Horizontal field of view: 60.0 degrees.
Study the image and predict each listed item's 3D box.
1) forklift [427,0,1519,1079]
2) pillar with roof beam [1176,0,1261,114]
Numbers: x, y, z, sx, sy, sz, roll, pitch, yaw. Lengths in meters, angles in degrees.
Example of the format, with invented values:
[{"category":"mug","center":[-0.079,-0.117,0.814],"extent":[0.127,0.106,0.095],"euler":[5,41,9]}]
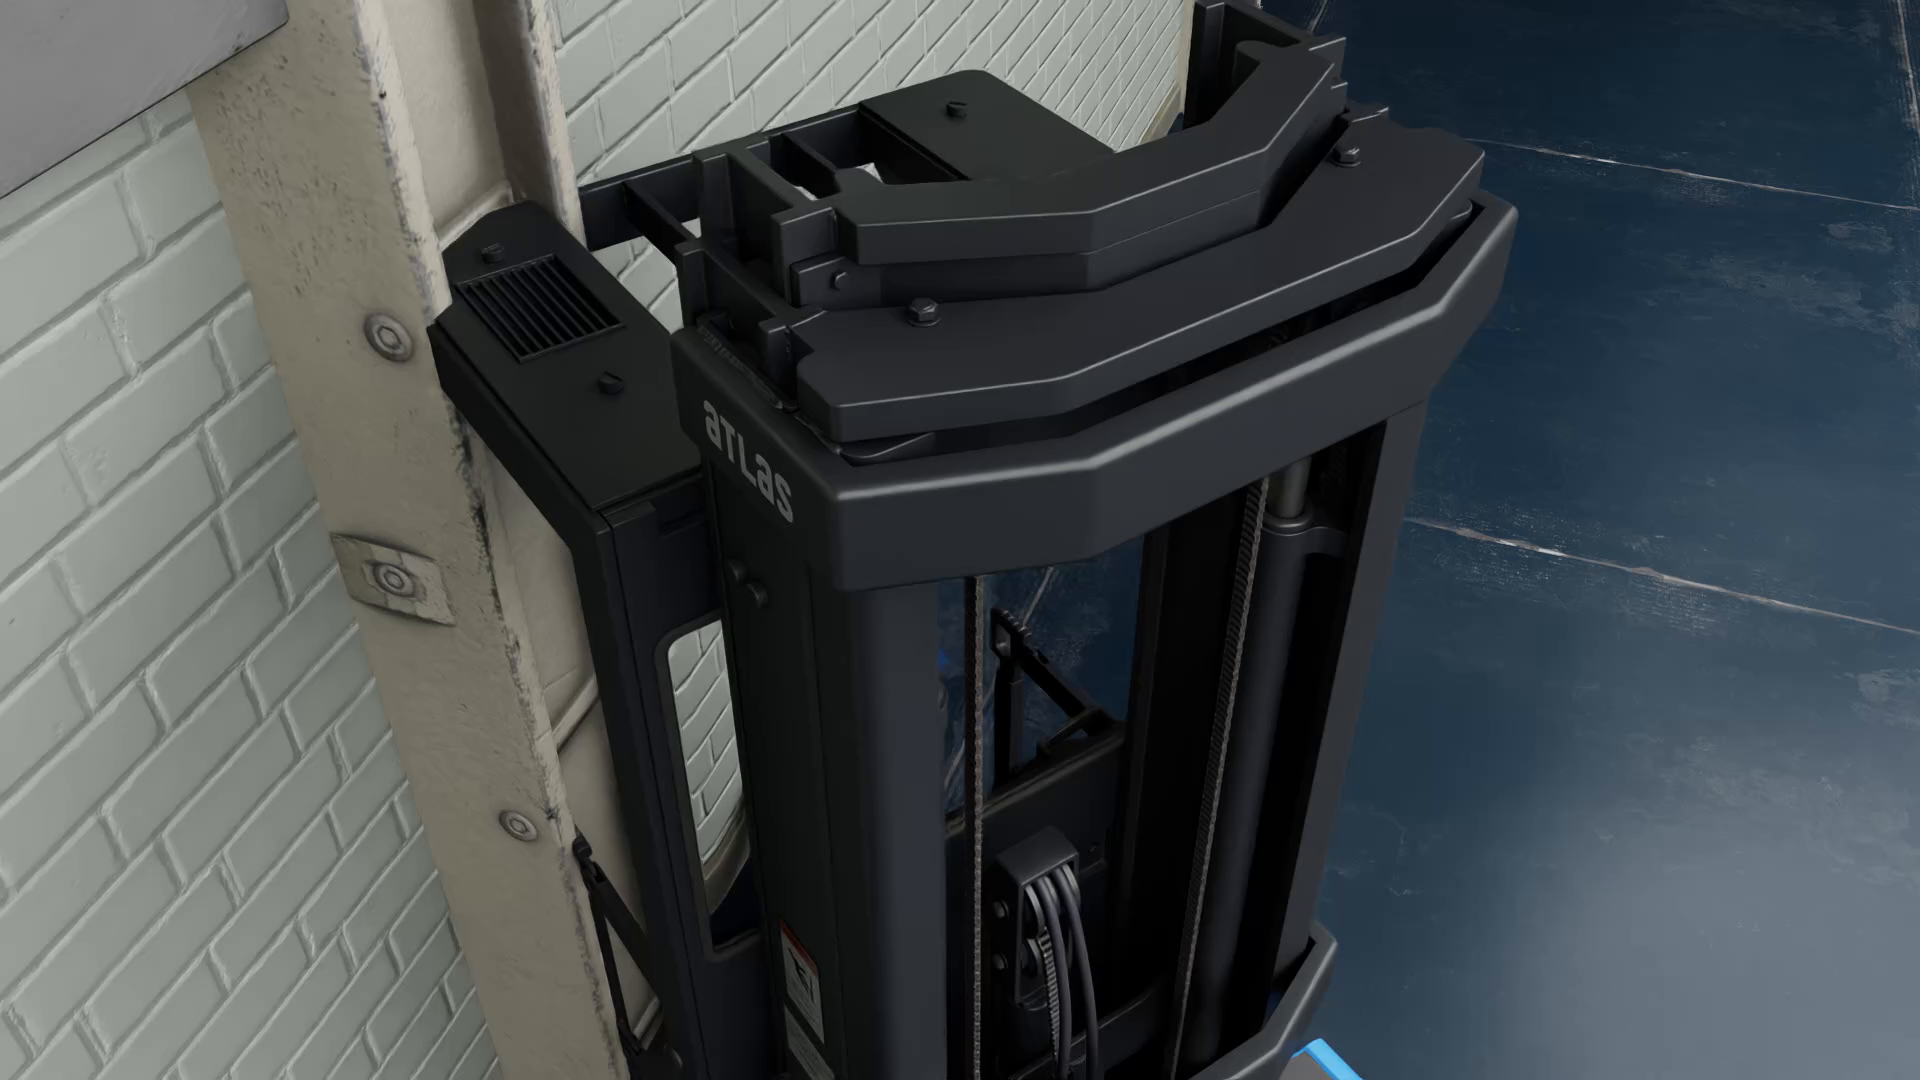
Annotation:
[{"category":"forklift","center":[-0.153,0.406,3.016],"extent":[1.130,2.935,3.031],"euler":[-24,46,-26]},{"category":"pillar with roof beam","center":[5.306,-4.677,4.299],"extent":[9.100,9.000,0.400],"euler":[13,42,15]}]
